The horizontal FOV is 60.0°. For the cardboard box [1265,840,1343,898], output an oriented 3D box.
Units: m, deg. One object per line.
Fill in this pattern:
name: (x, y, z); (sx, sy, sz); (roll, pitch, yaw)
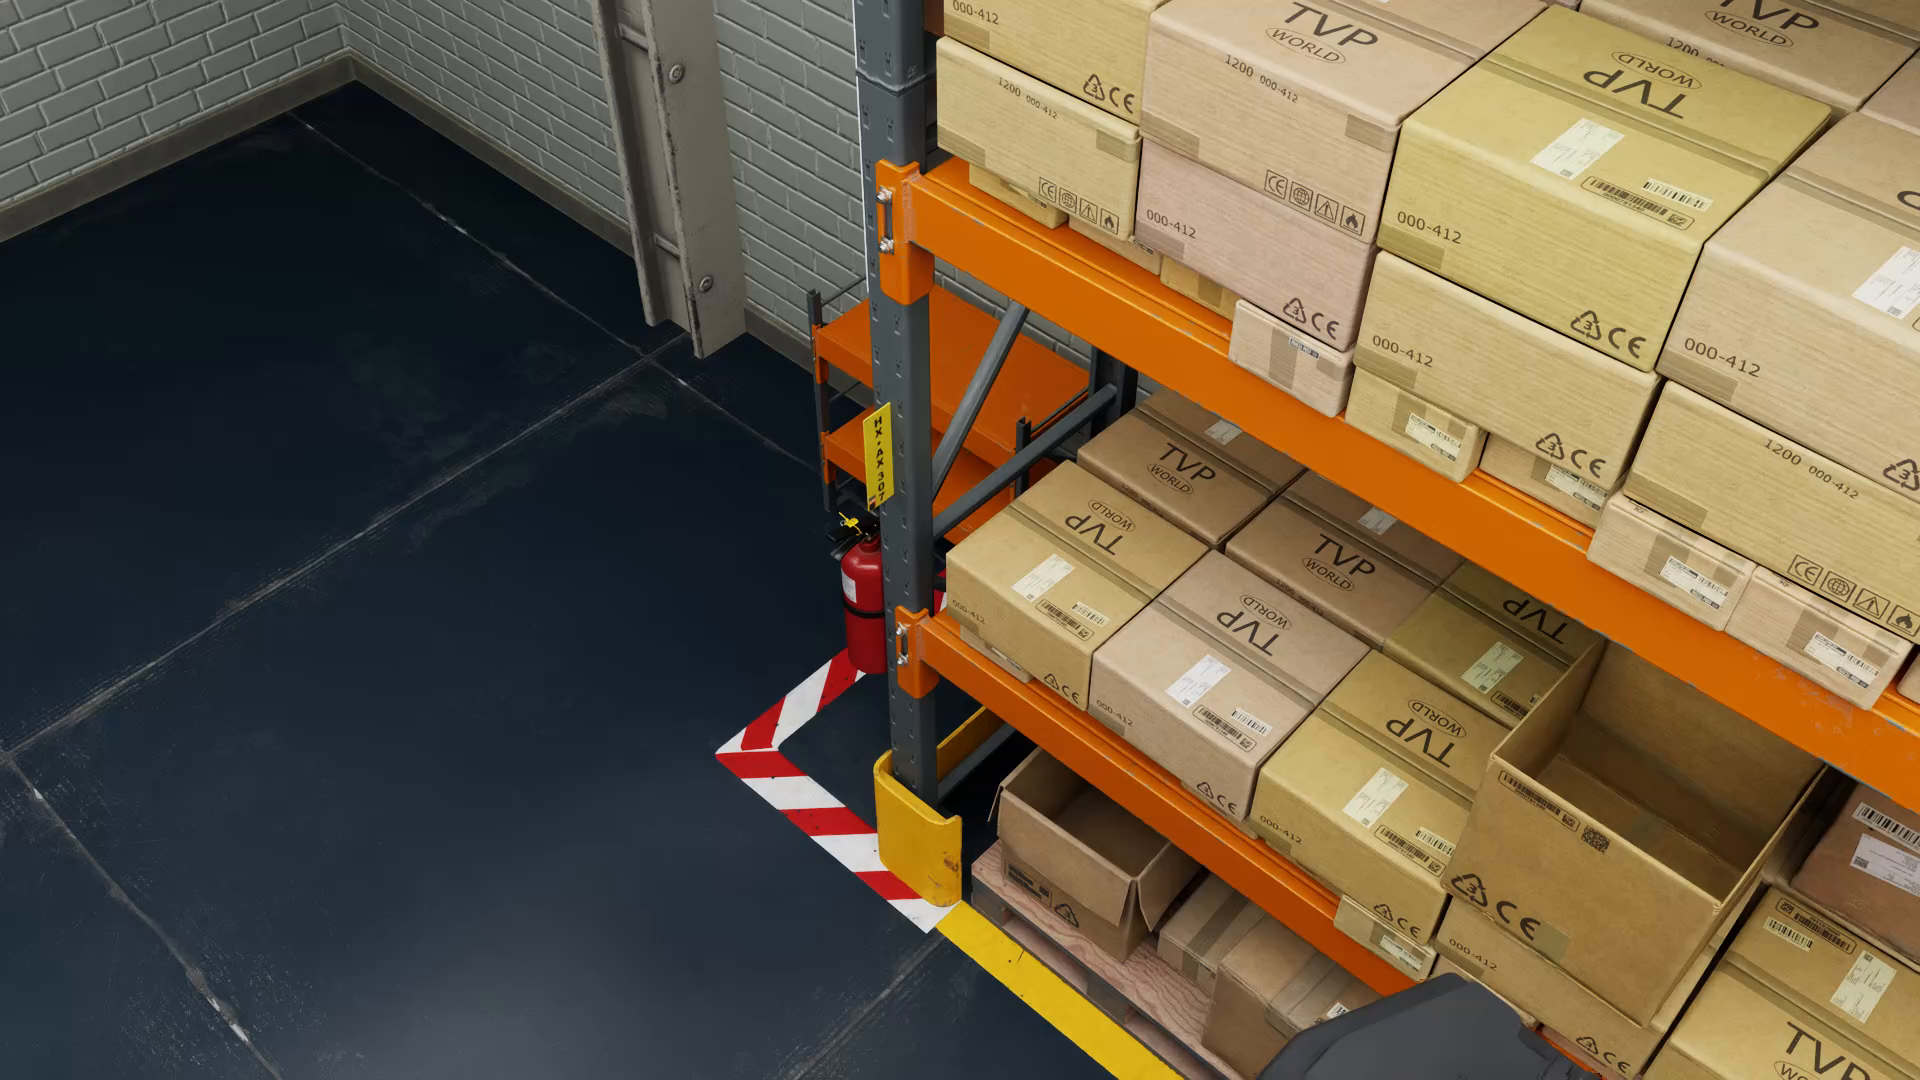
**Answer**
cardboard box: (0.995, 0.687, 4.220); (0.250, 0.149, 0.380); (35, 56, 28)

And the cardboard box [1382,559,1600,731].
cardboard box: (1.418, 0.331, 4.281); (0.500, 0.250, 0.500); (36, 56, 29)

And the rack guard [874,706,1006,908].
rack guard: (0.217, 0.686, 5.763); (0.348, 0.500, 1.175); (34, 55, 28)

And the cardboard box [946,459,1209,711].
cardboard box: (0.312, 0.111, 4.487); (0.500, 0.250, 0.500); (34, 56, 28)

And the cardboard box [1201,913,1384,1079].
cardboard box: (1.148, 1.302, 4.897); (0.700, 0.500, 0.500); (-36, 56, -29)

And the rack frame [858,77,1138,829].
rack frame: (0.161, -0.207, 4.887); (0.127, 3.000, 1.000); (34, 55, 28)

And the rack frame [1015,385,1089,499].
rack frame: (0.369, -0.137, 6.107); (0.032, 1.125, 0.500); (34, 55, 28)

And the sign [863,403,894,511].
sign: (-0.207, -0.213, 4.298); (0.005, 0.325, 0.100); (34, 55, 28)

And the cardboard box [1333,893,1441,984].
cardboard box: (1.129, 0.852, 4.065); (0.250, 0.149, 0.380); (32, 55, 27)

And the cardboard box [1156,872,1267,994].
cardboard box: (0.832, 1.209, 5.225); (0.250, 0.149, 0.380); (32, 54, 26)

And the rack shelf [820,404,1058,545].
rack shelf: (-0.005, -0.220, 6.520); (1.000, 0.278, 0.538); (34, 55, 28)

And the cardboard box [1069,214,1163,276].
cardboard box: (0.448, -0.750, 3.511); (0.250, 0.149, 0.380); (35, 56, 28)

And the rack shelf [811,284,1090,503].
rack shelf: (-0.005, -0.588, 6.129); (1.000, 0.278, 0.538); (34, 55, 28)

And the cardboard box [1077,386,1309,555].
cardboard box: (0.679, -0.172, 4.753); (0.500, 0.250, 0.500); (36, 56, 29)

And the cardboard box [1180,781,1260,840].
cardboard box: (0.796, 0.559, 4.340); (0.250, 0.149, 0.380); (36, 56, 29)

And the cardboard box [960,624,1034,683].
cardboard box: (0.216, 0.189, 4.688); (0.250, 0.149, 0.380); (34, 55, 27)

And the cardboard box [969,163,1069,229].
cardboard box: (0.237, -0.866, 3.620); (0.250, 0.149, 0.380); (35, 56, 28)

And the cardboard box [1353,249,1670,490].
cardboard box: (1.057, -0.418, 2.927); (0.500, 0.250, 0.500); (32, 55, 27)

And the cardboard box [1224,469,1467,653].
cardboard box: (1.057, 0.083, 4.513); (0.500, 0.250, 0.500); (34, 55, 28)

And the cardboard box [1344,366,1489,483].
cardboard box: (0.935, -0.310, 3.098); (0.250, 0.149, 0.380); (34, 55, 28)

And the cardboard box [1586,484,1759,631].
cardboard box: (1.298, -0.056, 2.859); (0.250, 0.149, 0.380); (34, 55, 28)

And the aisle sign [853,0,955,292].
aisle sign: (-0.088, -0.973, 3.823); (0.004, 0.787, 0.394); (34, 55, 28)

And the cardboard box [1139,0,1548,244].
cardboard box: (0.678, -0.840, 2.979); (0.500, 0.250, 0.500); (34, 55, 27)

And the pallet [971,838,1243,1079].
pallet: (0.803, 1.179, 5.499); (1.213, 0.211, 1.003); (34, 55, 28)

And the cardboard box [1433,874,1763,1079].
cardboard box: (1.447, 0.851, 3.793); (0.500, 0.250, 0.500); (33, 55, 27)

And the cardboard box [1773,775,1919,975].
cardboard box: (2.168, 0.830, 3.812); (0.500, 0.250, 0.500); (35, 56, 28)

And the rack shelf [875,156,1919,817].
rack shelf: (1.631, 0.001, 3.127); (4.000, 0.370, 1.077); (34, 55, 28)

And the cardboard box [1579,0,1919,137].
cardboard box: (1.444, -0.878, 3.015); (0.500, 0.250, 0.500); (34, 56, 28)

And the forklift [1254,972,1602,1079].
forklift: (0.888, 2.127, 2.742); (1.130, 2.935, 3.031); (-36, 56, -29)

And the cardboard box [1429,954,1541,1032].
cardboard box: (1.337, 0.971, 3.953); (0.250, 0.149, 0.380); (35, 56, 28)

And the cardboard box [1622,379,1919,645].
cardboard box: (1.453, -0.175, 2.698); (0.500, 0.250, 0.500); (33, 55, 27)

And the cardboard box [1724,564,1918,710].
cardboard box: (1.484, 0.065, 2.746); (0.250, 0.149, 0.380); (35, 56, 28)

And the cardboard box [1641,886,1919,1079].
cardboard box: (1.825, 1.106, 3.553); (0.500, 0.250, 0.500); (34, 55, 27)

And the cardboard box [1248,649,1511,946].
cardboard box: (1.057, 0.609, 4.019); (0.500, 0.250, 0.500); (33, 55, 27)

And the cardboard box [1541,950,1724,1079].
cardboard box: (1.573, 1.062, 3.868); (0.250, 0.149, 0.380); (34, 55, 28)

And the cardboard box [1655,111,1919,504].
cardboard box: (1.437, -0.352, 2.521); (0.500, 0.250, 0.500); (35, 56, 29)

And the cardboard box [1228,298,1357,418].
cardboard box: (0.738, -0.436, 3.216); (0.250, 0.149, 0.380); (35, 56, 28)

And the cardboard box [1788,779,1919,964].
cardboard box: (2.186, 0.585, 3.528); (0.500, 0.500, 0.500); (32, 55, 27)

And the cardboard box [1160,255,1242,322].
cardboard box: (0.625, -0.614, 3.384); (0.250, 0.149, 0.380); (34, 56, 28)

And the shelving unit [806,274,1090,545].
shelving unit: (-0.005, -0.387, 6.342); (1.048, 1.125, 0.538); (34, 55, 28)

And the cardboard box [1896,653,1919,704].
cardboard box: (1.723, 0.157, 2.659); (0.250, 0.149, 0.380); (34, 56, 28)

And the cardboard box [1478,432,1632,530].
cardboard box: (1.159, -0.221, 3.014); (0.250, 0.149, 0.380); (33, 55, 27)

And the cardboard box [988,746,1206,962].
cardboard box: (0.546, 0.857, 5.312); (0.637, 0.503, 0.797); (32, 54, 26)

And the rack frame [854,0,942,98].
rack frame: (0.161, -2.260, 2.700); (0.127, 3.000, 1.000); (34, 55, 28)

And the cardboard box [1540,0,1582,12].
cardboard box: (1.059, -1.128, 3.249); (0.500, 0.250, 0.500); (32, 55, 27)

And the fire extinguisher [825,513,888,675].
fire extinguisher: (-0.261, 0.122, 4.887); (0.183, 0.674, 0.296); (34, 55, 28)

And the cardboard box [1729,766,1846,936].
cardboard box: (1.802, 0.589, 4.038); (0.500, 0.250, 0.500); (34, 55, 28)

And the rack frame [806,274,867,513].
rack frame: (-0.380, -0.638, 6.578); (0.032, 1.125, 0.500); (34, 55, 28)

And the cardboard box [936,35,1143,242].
cardboard box: (0.302, -0.918, 3.396); (0.500, 0.250, 0.500); (33, 55, 27)

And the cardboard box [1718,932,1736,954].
cardboard box: (1.876, 0.807, 4.107); (0.250, 0.149, 0.380); (36, 56, 29)

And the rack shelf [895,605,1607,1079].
rack shelf: (1.631, 1.028, 4.221); (4.000, 0.370, 1.077); (34, 55, 28)

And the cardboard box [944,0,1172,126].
cardboard box: (0.317, -1.101, 3.225); (0.500, 0.250, 0.500); (33, 55, 27)

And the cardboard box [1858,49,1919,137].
cardboard box: (1.794, -0.617, 2.770); (0.500, 0.250, 0.500); (34, 55, 28)

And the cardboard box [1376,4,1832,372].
cardboard box: (1.056, -0.599, 2.753); (0.500, 0.250, 0.500); (33, 55, 27)

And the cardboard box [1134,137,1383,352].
cardboard box: (0.689, -0.678, 3.170); (0.500, 0.250, 0.500); (35, 56, 28)

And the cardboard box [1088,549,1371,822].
cardboard box: (0.682, 0.360, 4.253); (0.500, 0.250, 0.500); (35, 56, 28)

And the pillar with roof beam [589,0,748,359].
pillar with roof beam: (-4.129, -1.770, 2.239); (0.400, 9.000, 9.100); (34, 55, 28)

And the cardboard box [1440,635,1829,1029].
cardboard box: (1.414, 0.596, 3.517); (0.500, 0.500, 0.500); (35, 56, 28)
